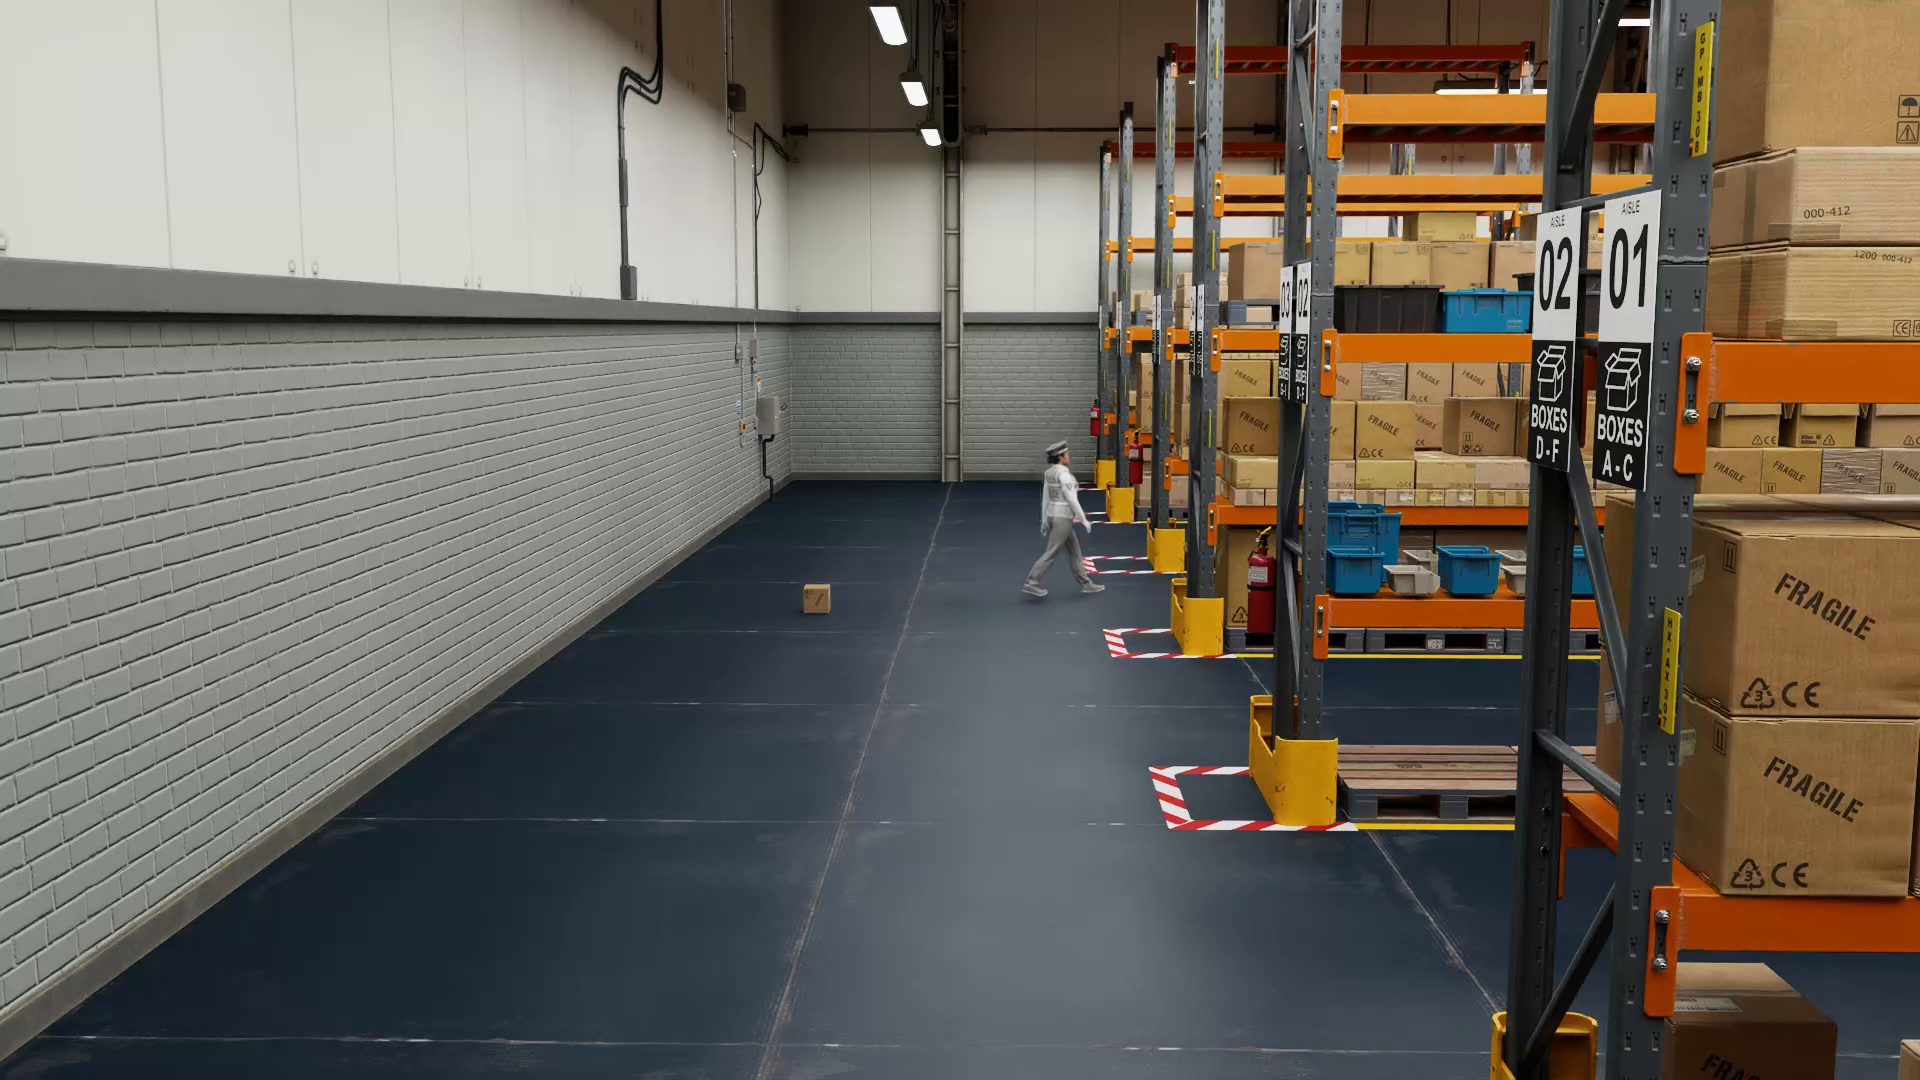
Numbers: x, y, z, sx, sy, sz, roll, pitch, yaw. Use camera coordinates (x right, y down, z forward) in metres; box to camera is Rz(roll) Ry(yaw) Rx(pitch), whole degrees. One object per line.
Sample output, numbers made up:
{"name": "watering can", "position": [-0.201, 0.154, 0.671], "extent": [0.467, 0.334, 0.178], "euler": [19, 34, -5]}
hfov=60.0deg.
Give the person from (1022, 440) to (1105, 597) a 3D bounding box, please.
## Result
{"name": "person", "position": [1.110, -0.227, 17.382], "extent": [0.995, 1.633, 0.514], "euler": [-2, 8, -18]}
